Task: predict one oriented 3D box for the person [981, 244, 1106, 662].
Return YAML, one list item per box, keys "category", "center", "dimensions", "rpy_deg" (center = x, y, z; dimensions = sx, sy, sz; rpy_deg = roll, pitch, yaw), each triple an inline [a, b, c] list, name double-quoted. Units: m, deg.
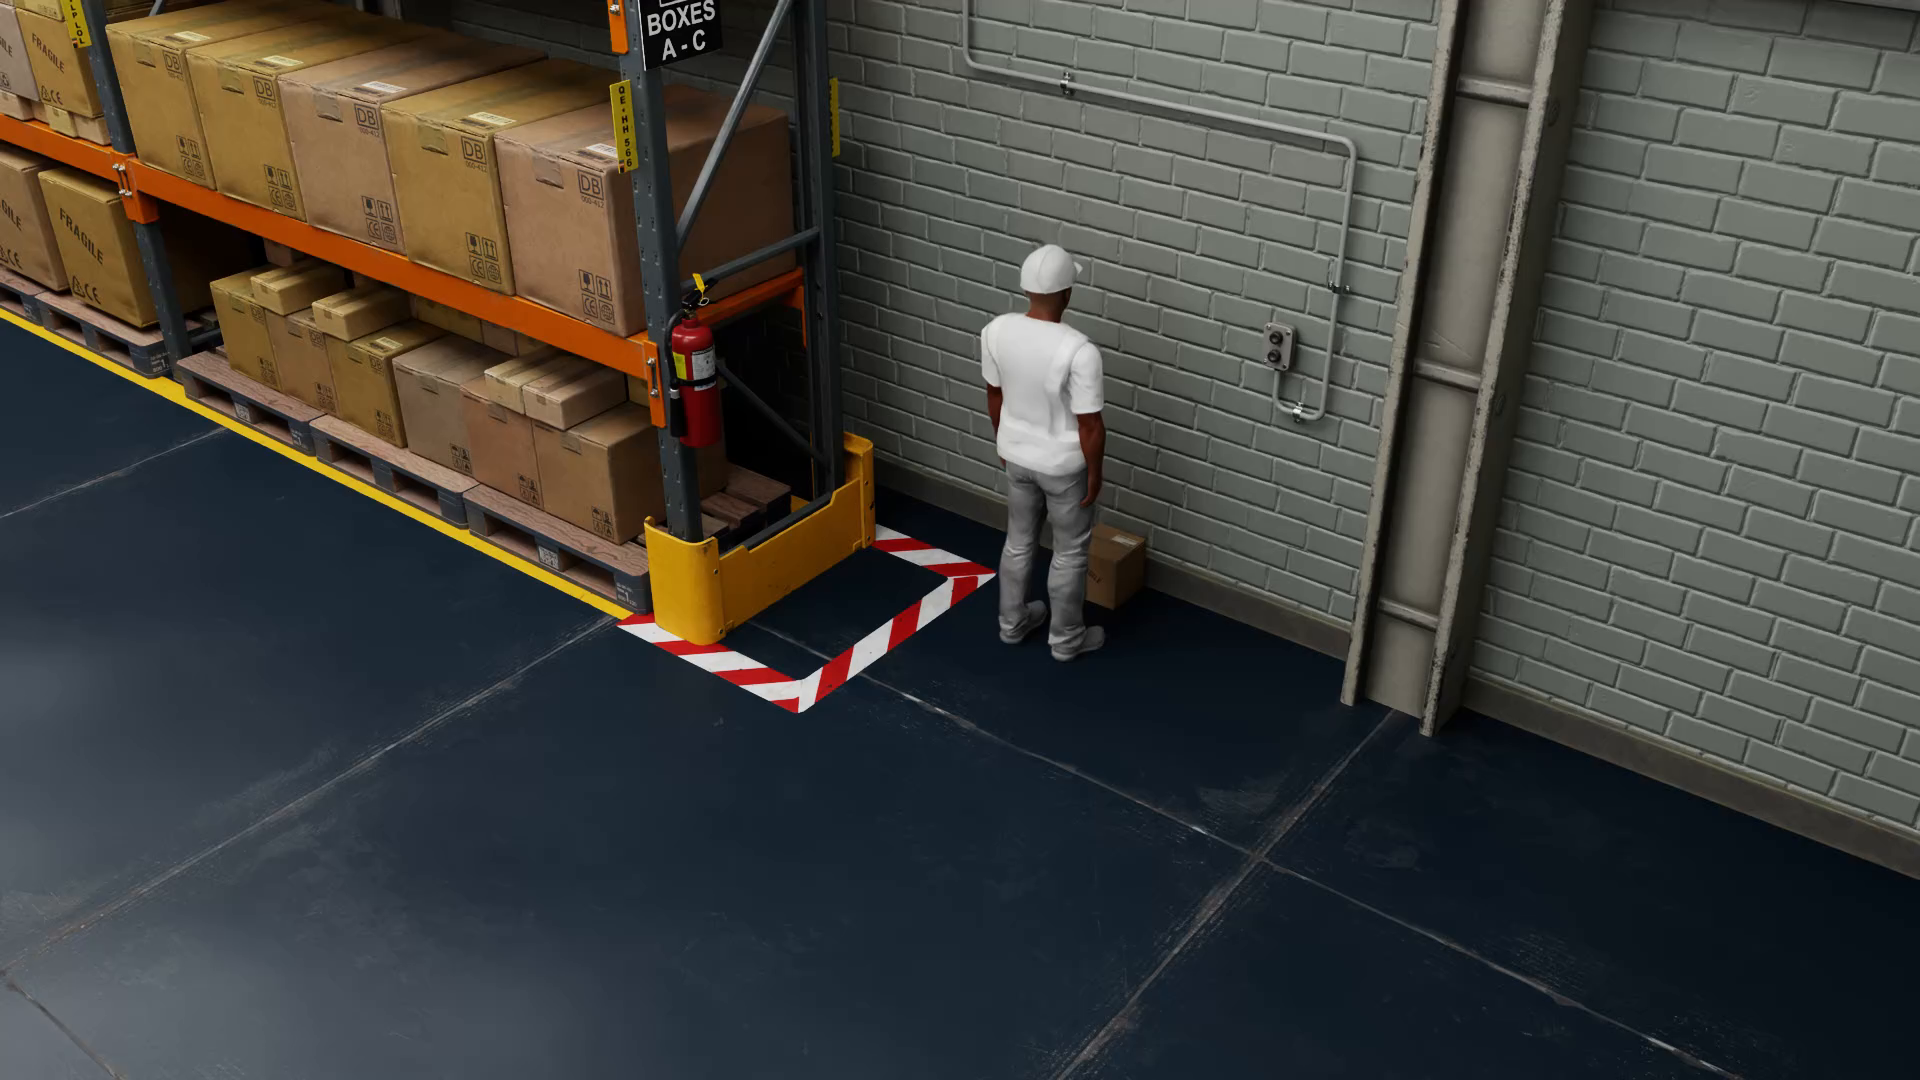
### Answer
- category: "person"
  center: [0.355, -0.340, 6.692]
  dimensions: [0.562, 1.777, 0.379]
  rpy_deg: [22, 37, 32]
